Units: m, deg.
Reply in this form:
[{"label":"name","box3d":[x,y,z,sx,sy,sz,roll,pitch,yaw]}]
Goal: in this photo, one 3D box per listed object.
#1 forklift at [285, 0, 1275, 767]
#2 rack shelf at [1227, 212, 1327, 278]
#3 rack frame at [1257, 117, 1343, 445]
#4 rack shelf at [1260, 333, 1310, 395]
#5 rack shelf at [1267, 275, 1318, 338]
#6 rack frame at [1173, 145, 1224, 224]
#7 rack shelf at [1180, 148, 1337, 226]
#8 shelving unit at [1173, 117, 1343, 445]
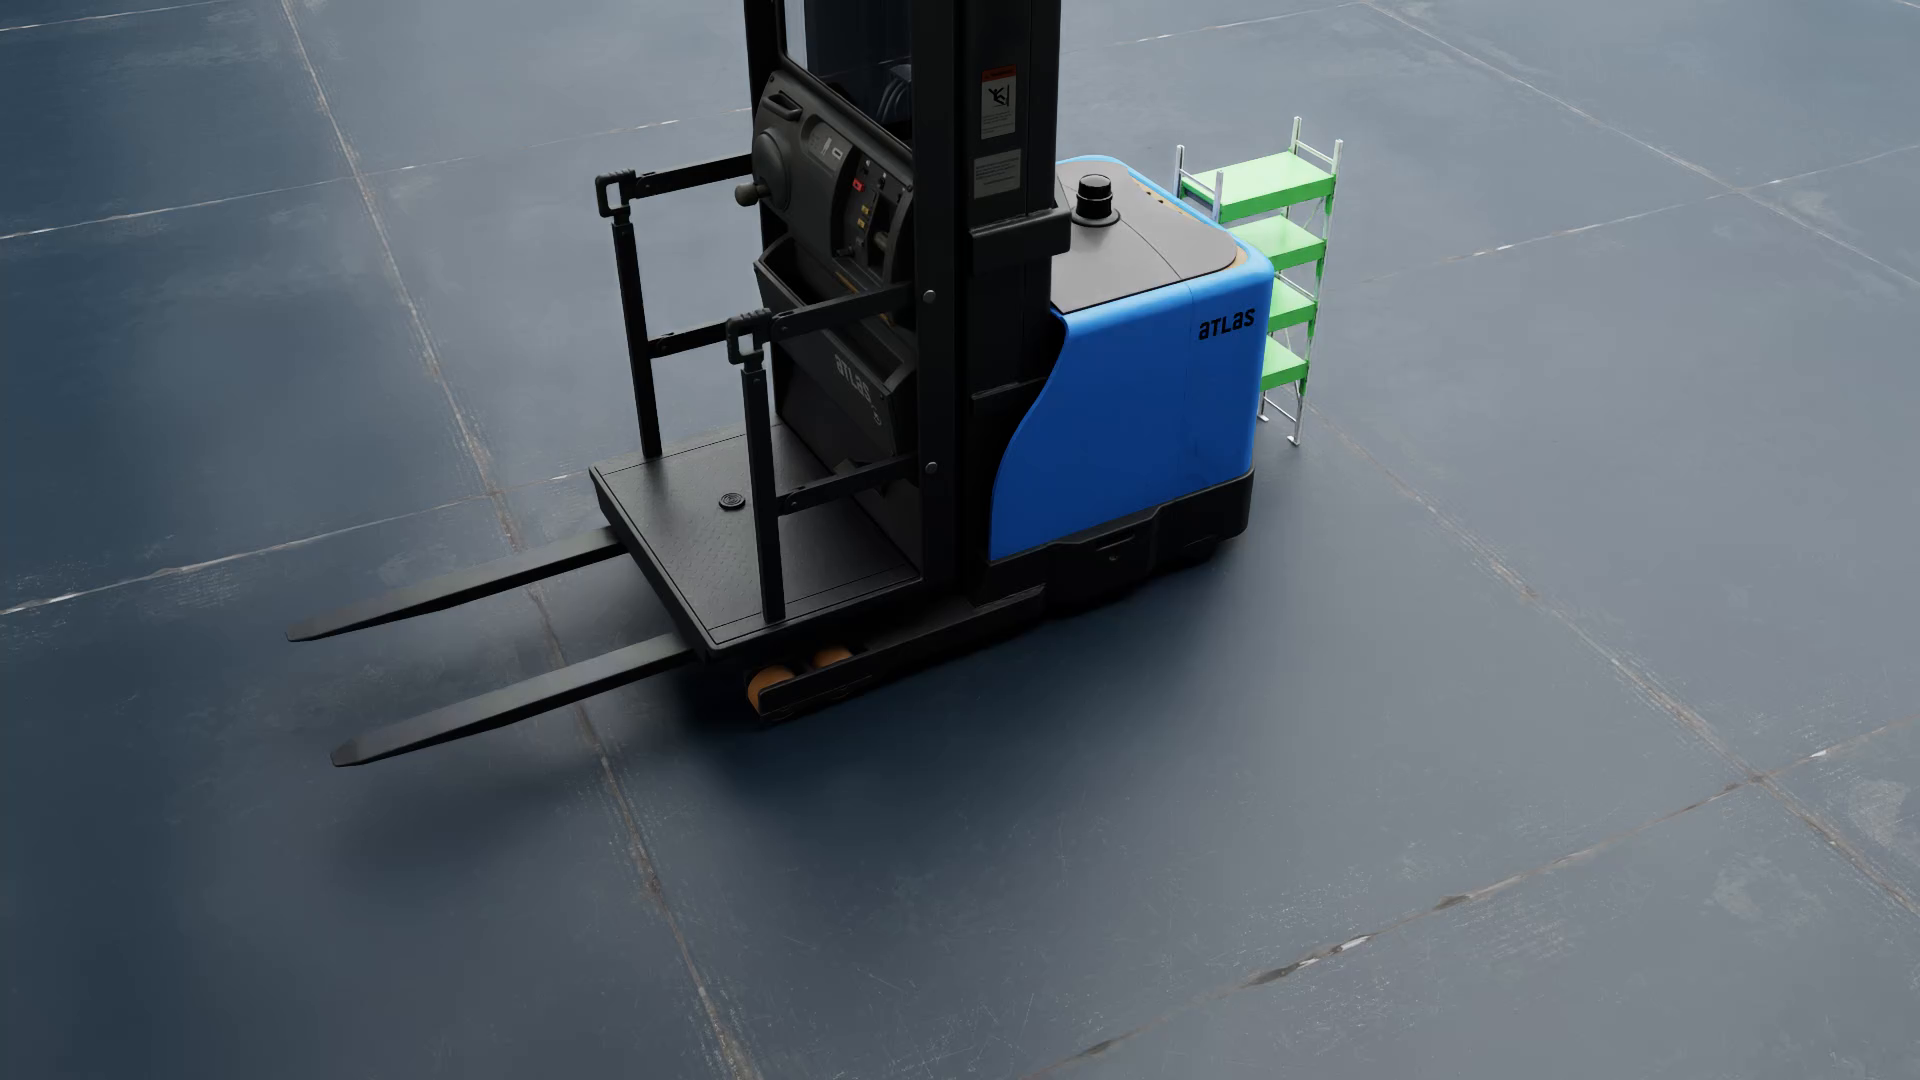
[{"label":"forklift","box3d":[-0.550,-0.994,4.630,3.031,2.935,1.130,-18,40,-23]},{"label":"rack shelf","box3d":[0.994,-0.972,5.757,0.480,0.148,0.258,-18,40,-23]},{"label":"rack frame","box3d":[1.207,-0.901,5.958,0.015,1.200,0.240,-18,40,-23]},{"label":"rack shelf","box3d":[0.994,-0.586,6.043,0.480,0.148,0.258,-18,40,-23]},{"label":"rack shelf","box3d":[0.994,-0.779,5.900,0.480,0.148,0.258,-18,40,-23]},{"label":"rack frame","box3d":[0.782,-0.759,5.766,0.015,1.200,0.240,-18,40,-23]},{"label":"rack shelf","box3d":[0.994,-1.164,5.614,0.480,0.148,0.258,-18,40,-23]},{"label":"shelving unit","box3d":[0.994,-0.830,5.862,0.503,1.200,0.258,-18,40,-23]}]
